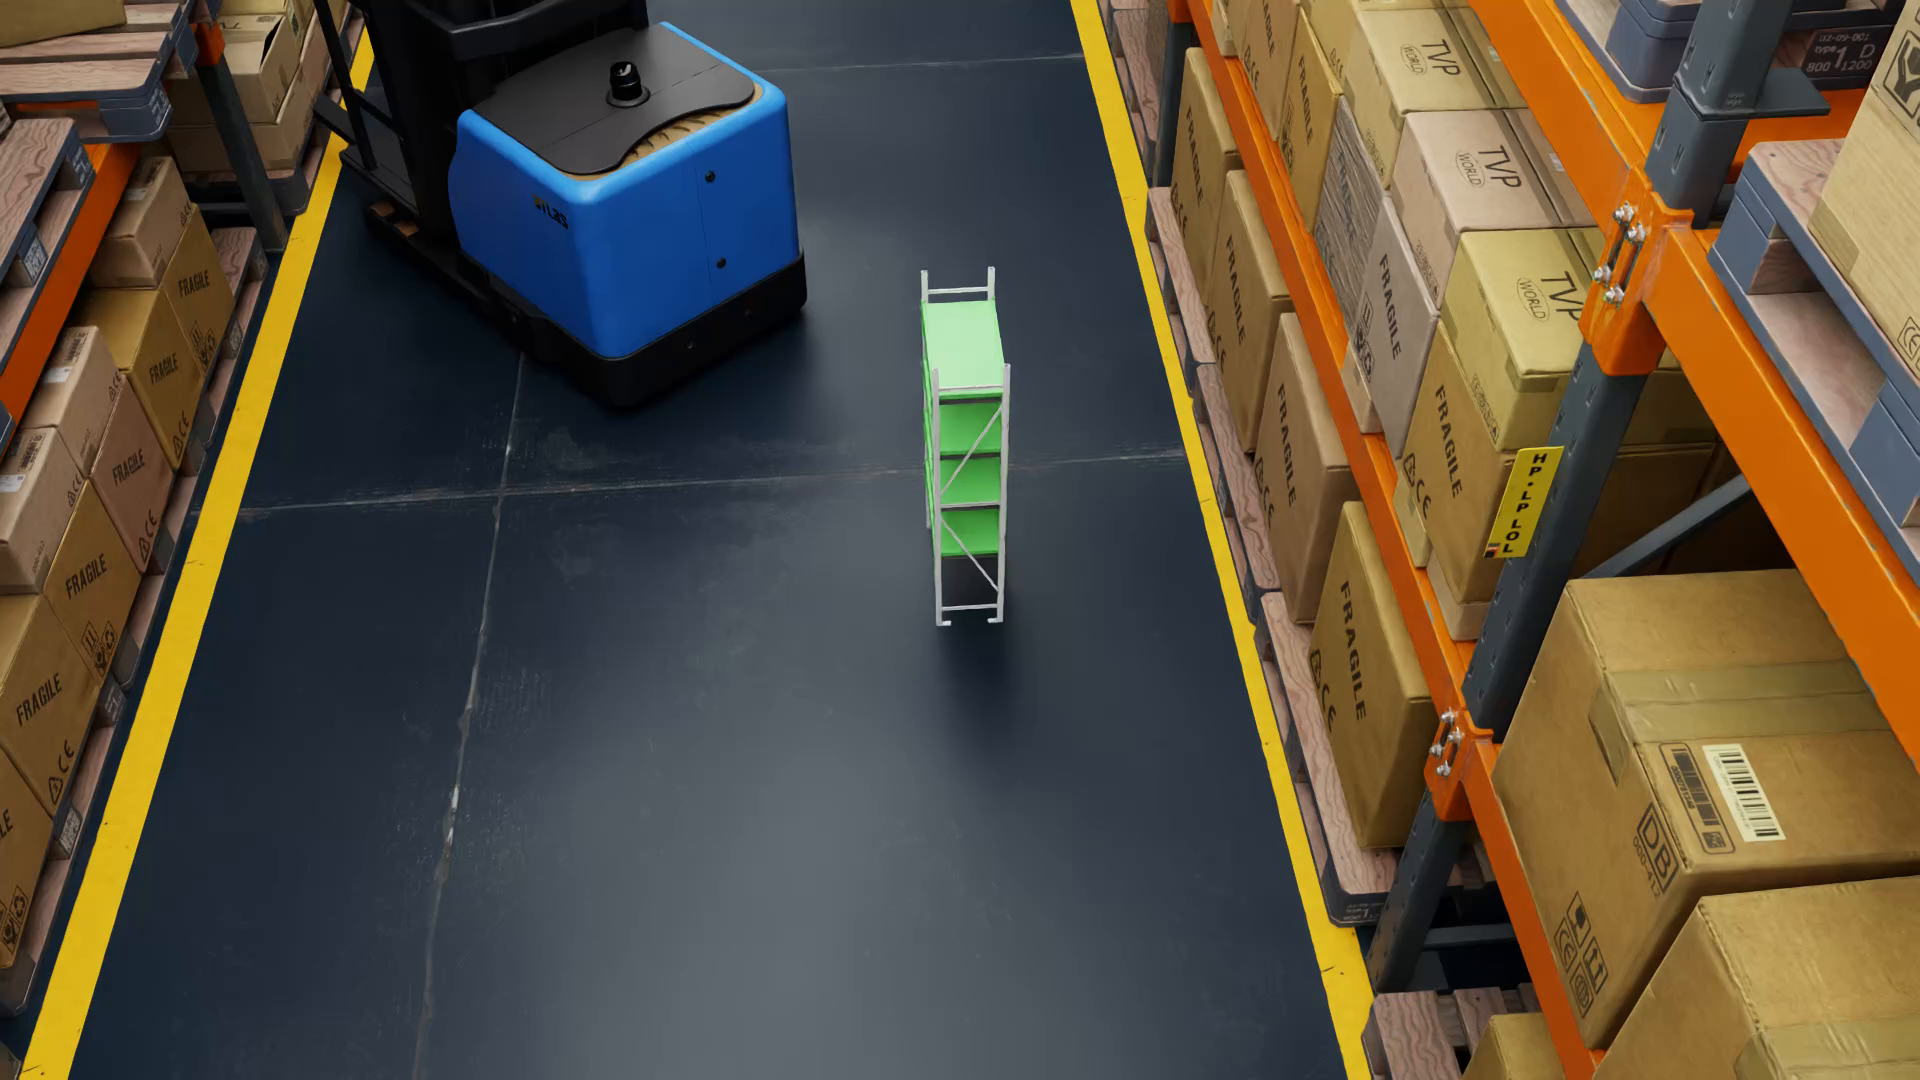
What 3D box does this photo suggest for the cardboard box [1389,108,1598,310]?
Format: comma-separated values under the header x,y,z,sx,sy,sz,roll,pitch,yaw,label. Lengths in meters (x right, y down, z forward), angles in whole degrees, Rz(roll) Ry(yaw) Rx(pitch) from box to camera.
x,y,z,sx,sy,sz,roll,pitch,yaw,label
1.404,-0.839,4.175,0.500,0.250,0.500,-3,47,-2,cardboard box

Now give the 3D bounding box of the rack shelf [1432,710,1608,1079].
x,y,z,sx,sy,sz,roll,pitch,yaw,label
1.899,1.950,2.833,1.077,0.370,4.000,-3,47,-3,rack shelf

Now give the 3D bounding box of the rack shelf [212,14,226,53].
x,y,z,sx,sy,sz,roll,pitch,yaw,label
-3.707,-3.535,8.027,1.077,0.370,4.000,-3,47,-3,rack shelf

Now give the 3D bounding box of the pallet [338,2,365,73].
x,y,z,sx,sy,sz,roll,pitch,yaw,label
-3.669,-2.855,8.808,1.003,0.211,1.213,-3,47,-3,pallet

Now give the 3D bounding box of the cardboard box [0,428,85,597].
x,y,z,sx,sy,sz,roll,pitch,yaw,label
-3.086,-0.079,5.161,0.500,0.250,0.500,-3,47,-3,cardboard box

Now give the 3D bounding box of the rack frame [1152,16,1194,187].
x,y,z,sx,sy,sz,roll,pitch,yaw,label
1.396,-2.639,6.683,1.000,3.000,0.127,-3,47,-3,rack frame

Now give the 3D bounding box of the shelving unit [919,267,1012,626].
x,y,z,sx,sy,sz,roll,pitch,yaw,label
0.014,-0.293,5.701,0.258,1.200,0.503,-3,47,-3,shelving unit

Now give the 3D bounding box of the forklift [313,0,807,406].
x,y,z,sx,sy,sz,roll,pitch,yaw,label
-2.049,-2.512,6.610,1.130,2.935,3.031,-36,56,-29,forklift

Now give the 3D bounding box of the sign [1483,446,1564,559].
x,y,z,sx,sy,sz,roll,pitch,yaw,label
1.191,-0.076,3.513,0.100,0.325,0.005,-3,47,-3,sign

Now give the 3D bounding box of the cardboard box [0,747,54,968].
x,y,z,sx,sy,sz,roll,pitch,yaw,label
-3.002,0.903,4.748,0.500,0.500,0.500,-5,47,-5,cardboard box

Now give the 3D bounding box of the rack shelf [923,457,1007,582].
x,y,z,sx,sy,sz,roll,pitch,yaw,label
0.014,-0.084,5.922,0.258,0.148,0.480,-3,47,-3,rack shelf

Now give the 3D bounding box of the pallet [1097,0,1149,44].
x,y,z,sx,sy,sz,roll,pitch,yaw,label
1.233,-3.126,9.065,1.003,0.211,1.213,-3,47,-3,pallet

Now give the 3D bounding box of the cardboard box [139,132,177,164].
x,y,z,sx,sy,sz,roll,pitch,yaw,label
-3.827,-1.900,7.588,0.500,0.250,0.500,-2,47,-2,cardboard box

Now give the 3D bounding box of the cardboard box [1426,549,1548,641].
x,y,z,sx,sy,sz,roll,pitch,yaw,label
1.421,0.107,4.242,0.380,0.149,0.250,-3,47,-3,cardboard box

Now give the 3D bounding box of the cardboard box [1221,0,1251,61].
x,y,z,sx,sy,sz,roll,pitch,yaw,label
1.217,-2.036,5.825,0.500,0.500,0.500,-2,47,-2,cardboard box

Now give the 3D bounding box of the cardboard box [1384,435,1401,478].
x,y,z,sx,sy,sz,roll,pitch,yaw,label
1.399,-0.264,4.593,0.380,0.149,0.250,-2,47,-2,cardboard box

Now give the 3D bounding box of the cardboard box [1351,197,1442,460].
x,y,z,sx,sy,sz,roll,pitch,yaw,label
1.389,-0.575,4.442,0.500,0.500,0.500,-3,47,-3,cardboard box

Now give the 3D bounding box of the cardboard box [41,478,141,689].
x,y,z,sx,sy,sz,roll,pitch,yaw,label
-3.093,0.155,5.456,0.500,0.500,0.500,-3,47,-3,cardboard box

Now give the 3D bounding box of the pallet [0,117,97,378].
x,y,z,sx,sy,sz,roll,pitch,yaw,label
-3.372,-0.862,5.133,1.003,0.211,1.213,-3,47,-3,pallet

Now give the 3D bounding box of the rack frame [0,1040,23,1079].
x,y,z,sx,sy,sz,roll,pitch,yaw,label
-3.205,0.559,3.655,1.000,3.000,0.127,-3,47,-3,rack frame

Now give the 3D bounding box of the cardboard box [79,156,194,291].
x,y,z,sx,sy,sz,roll,pitch,yaw,label
-3.218,-1.182,6.205,0.500,0.250,0.500,-2,47,-2,cardboard box

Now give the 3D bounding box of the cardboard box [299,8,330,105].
x,y,z,sx,sy,sz,roll,pitch,yaw,label
-3.334,-2.294,7.961,0.500,0.250,0.500,-5,47,-4,cardboard box

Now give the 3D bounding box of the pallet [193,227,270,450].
x,y,z,sx,sy,sz,roll,pitch,yaw,label
-3.515,-0.834,6.894,1.003,0.211,1.213,-3,47,-3,pallet

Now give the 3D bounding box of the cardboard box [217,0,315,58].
x,y,z,sx,sy,sz,roll,pitch,yaw,label
-3.343,-2.503,7.773,0.500,0.311,0.500,-5,47,-4,cardboard box

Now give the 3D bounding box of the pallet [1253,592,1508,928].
x,y,z,sx,sy,sz,roll,pitch,yaw,label
1.592,0.660,5.479,1.003,0.211,1.213,-3,47,-3,pallet

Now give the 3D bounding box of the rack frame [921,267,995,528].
x,y,z,sx,sy,sz,roll,pitch,yaw,label
-0.007,-0.469,5.868,0.240,1.200,0.015,-3,47,-3,rack frame

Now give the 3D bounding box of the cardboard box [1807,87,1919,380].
x,y,z,sx,sy,sz,roll,pitch,yaw,label
1.526,-0.387,2.230,0.500,0.250,0.500,-4,47,-3,cardboard box

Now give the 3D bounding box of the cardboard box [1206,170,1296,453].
x,y,z,sx,sy,sz,roll,pitch,yaw,label
1.394,-0.870,6.199,0.750,0.750,0.750,-4,47,-3,cardboard box

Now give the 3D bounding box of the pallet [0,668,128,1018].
x,y,z,sx,sy,sz,roll,pitch,yaw,label
-3.311,0.932,5.222,1.003,0.211,1.213,-3,47,-3,pallet

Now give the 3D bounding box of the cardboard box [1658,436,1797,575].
x,y,z,sx,sy,sz,roll,pitch,yaw,label
1.944,-0.236,4.120,0.500,0.500,0.500,-5,47,-5,cardboard box

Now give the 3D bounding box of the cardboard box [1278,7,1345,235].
x,y,z,sx,sy,sz,roll,pitch,yaw,label
1.308,-1.300,5.128,0.500,0.500,0.500,-2,47,-2,cardboard box

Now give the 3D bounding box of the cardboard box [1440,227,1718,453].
x,y,z,sx,sy,sz,roll,pitch,yaw,label
1.437,-0.468,3.824,0.500,0.250,0.500,-2,47,-2,cardboard box

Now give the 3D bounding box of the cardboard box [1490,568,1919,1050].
x,y,z,sx,sy,sz,roll,pitch,yaw,label
1.760,0.546,3.461,0.980,0.700,0.700,-3,47,-3,cardboard box

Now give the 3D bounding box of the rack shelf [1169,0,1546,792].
x,y,z,sx,sy,sz,roll,pitch,yaw,label
1.564,-0.944,5.574,1.077,0.370,4.000,-3,47,-3,rack shelf

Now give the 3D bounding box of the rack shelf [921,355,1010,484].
x,y,z,sx,sy,sz,roll,pitch,yaw,label
0.014,-0.414,5.573,0.258,0.148,0.480,-3,47,-3,rack shelf

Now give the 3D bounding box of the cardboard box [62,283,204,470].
x,y,z,sx,sy,sz,roll,pitch,yaw,label
-3.184,-0.590,6.161,0.500,0.500,0.500,-5,47,-5,cardboard box

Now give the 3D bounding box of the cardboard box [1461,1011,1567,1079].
x,y,z,sx,sy,sz,roll,pitch,yaw,label
1.692,1.518,4.179,0.700,0.500,0.500,-3,47,-3,cardboard box

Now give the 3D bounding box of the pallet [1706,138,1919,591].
x,y,z,sx,sy,sz,roll,pitch,yaw,label
1.789,-0.153,2.324,1.003,0.211,1.213,-3,47,-3,pallet

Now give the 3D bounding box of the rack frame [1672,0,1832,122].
x,y,z,sx,sy,sz,roll,pitch,yaw,label
1.731,-1.808,1.764,1.000,3.000,0.127,-3,47,-3,rack frame

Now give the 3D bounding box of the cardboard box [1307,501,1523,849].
x,y,z,sx,sy,sz,roll,pitch,yaw,label
1.547,0.388,5.008,0.750,0.750,0.750,-3,47,-3,cardboard box

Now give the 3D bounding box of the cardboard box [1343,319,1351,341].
x,y,z,sx,sy,sz,roll,pitch,yaw,label
1.364,-0.632,4.942,0.380,0.149,0.250,-3,47,-3,cardboard box

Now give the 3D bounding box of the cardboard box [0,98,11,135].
x,y,z,sx,sy,sz,roll,pitch,yaw,label
-3.488,-1.392,5.144,0.700,0.500,0.500,4,47,4,cardboard box

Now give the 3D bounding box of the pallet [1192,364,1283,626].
x,y,z,sx,sy,sz,roll,pitch,yaw,label
1.486,-0.224,6.317,1.003,0.211,1.213,-3,47,-3,pallet
